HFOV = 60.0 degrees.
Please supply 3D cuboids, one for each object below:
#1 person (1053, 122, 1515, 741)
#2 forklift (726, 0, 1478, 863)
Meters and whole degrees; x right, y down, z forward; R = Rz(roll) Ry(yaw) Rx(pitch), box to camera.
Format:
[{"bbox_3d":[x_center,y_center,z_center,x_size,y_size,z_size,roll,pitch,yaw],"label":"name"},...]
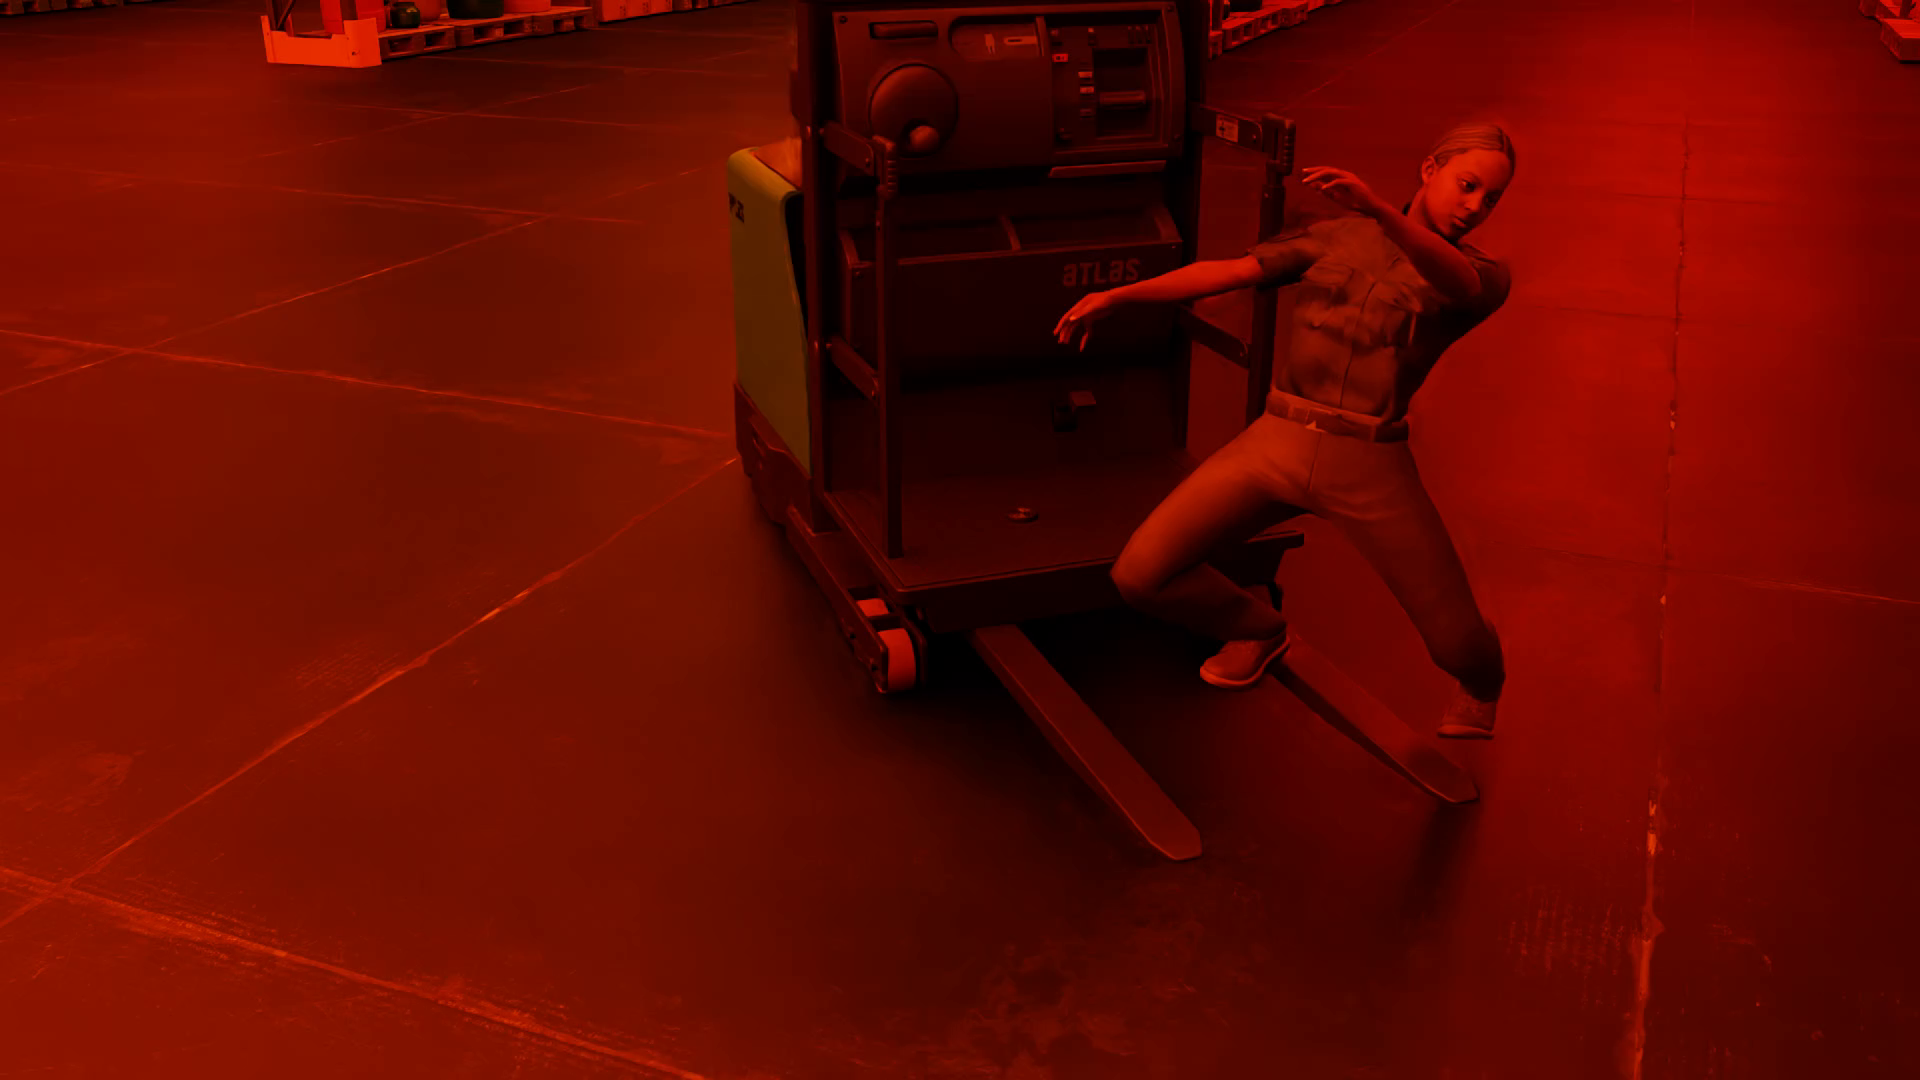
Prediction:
[{"bbox_3d":[0.697,-0.180,3.577,0.993,1.384,0.751,10,25,22],"label":"person"},{"bbox_3d":[0.210,-1.143,4.028,1.130,2.935,3.031,-8,24,-18],"label":"forklift"}]
